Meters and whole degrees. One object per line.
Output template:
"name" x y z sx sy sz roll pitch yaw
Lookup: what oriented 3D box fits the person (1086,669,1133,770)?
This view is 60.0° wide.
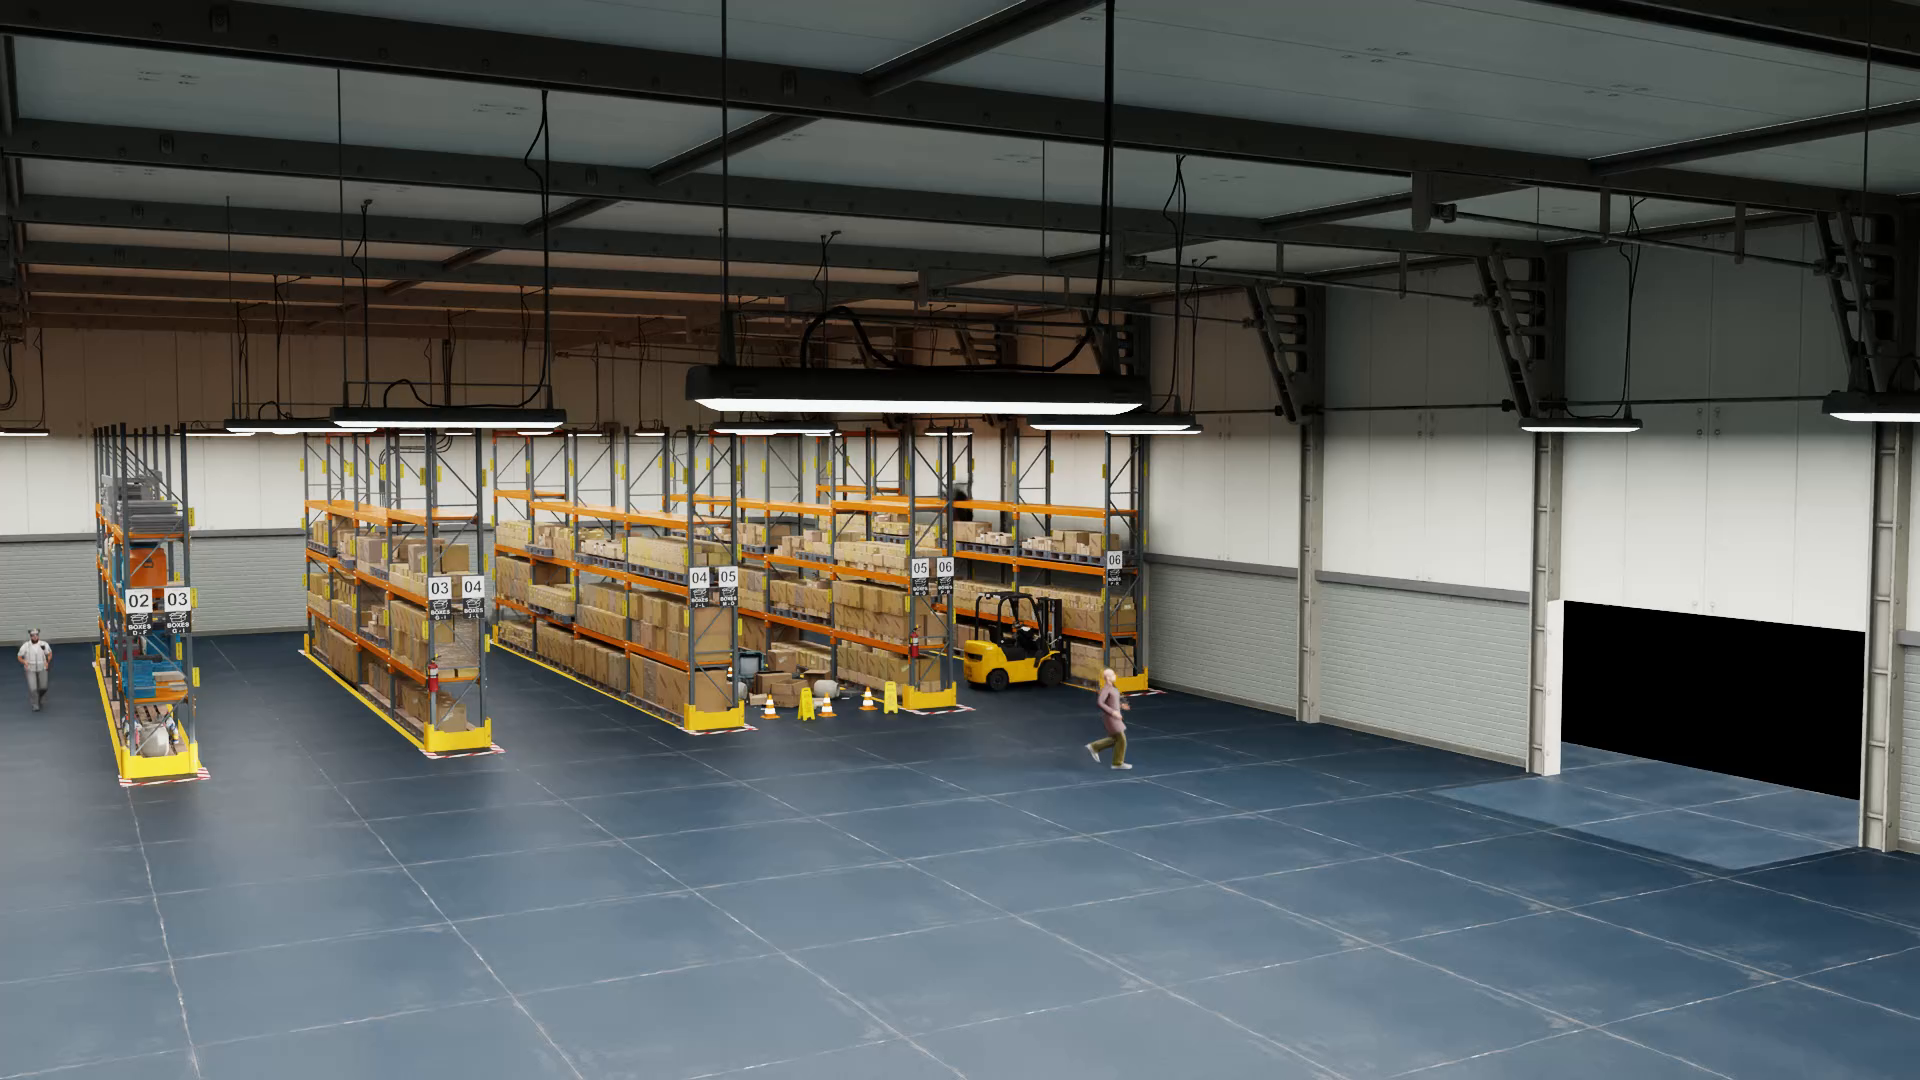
"person" 2.587 3.106 28.844 0.826 1.735 0.715 1 4 13

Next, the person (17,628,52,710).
"person" -19.536 2.723 35.154 0.659 1.732 0.622 -2 4 -35

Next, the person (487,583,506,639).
"person" -13.209 1.976 47.829 0.677 1.804 0.678 3 5 41
